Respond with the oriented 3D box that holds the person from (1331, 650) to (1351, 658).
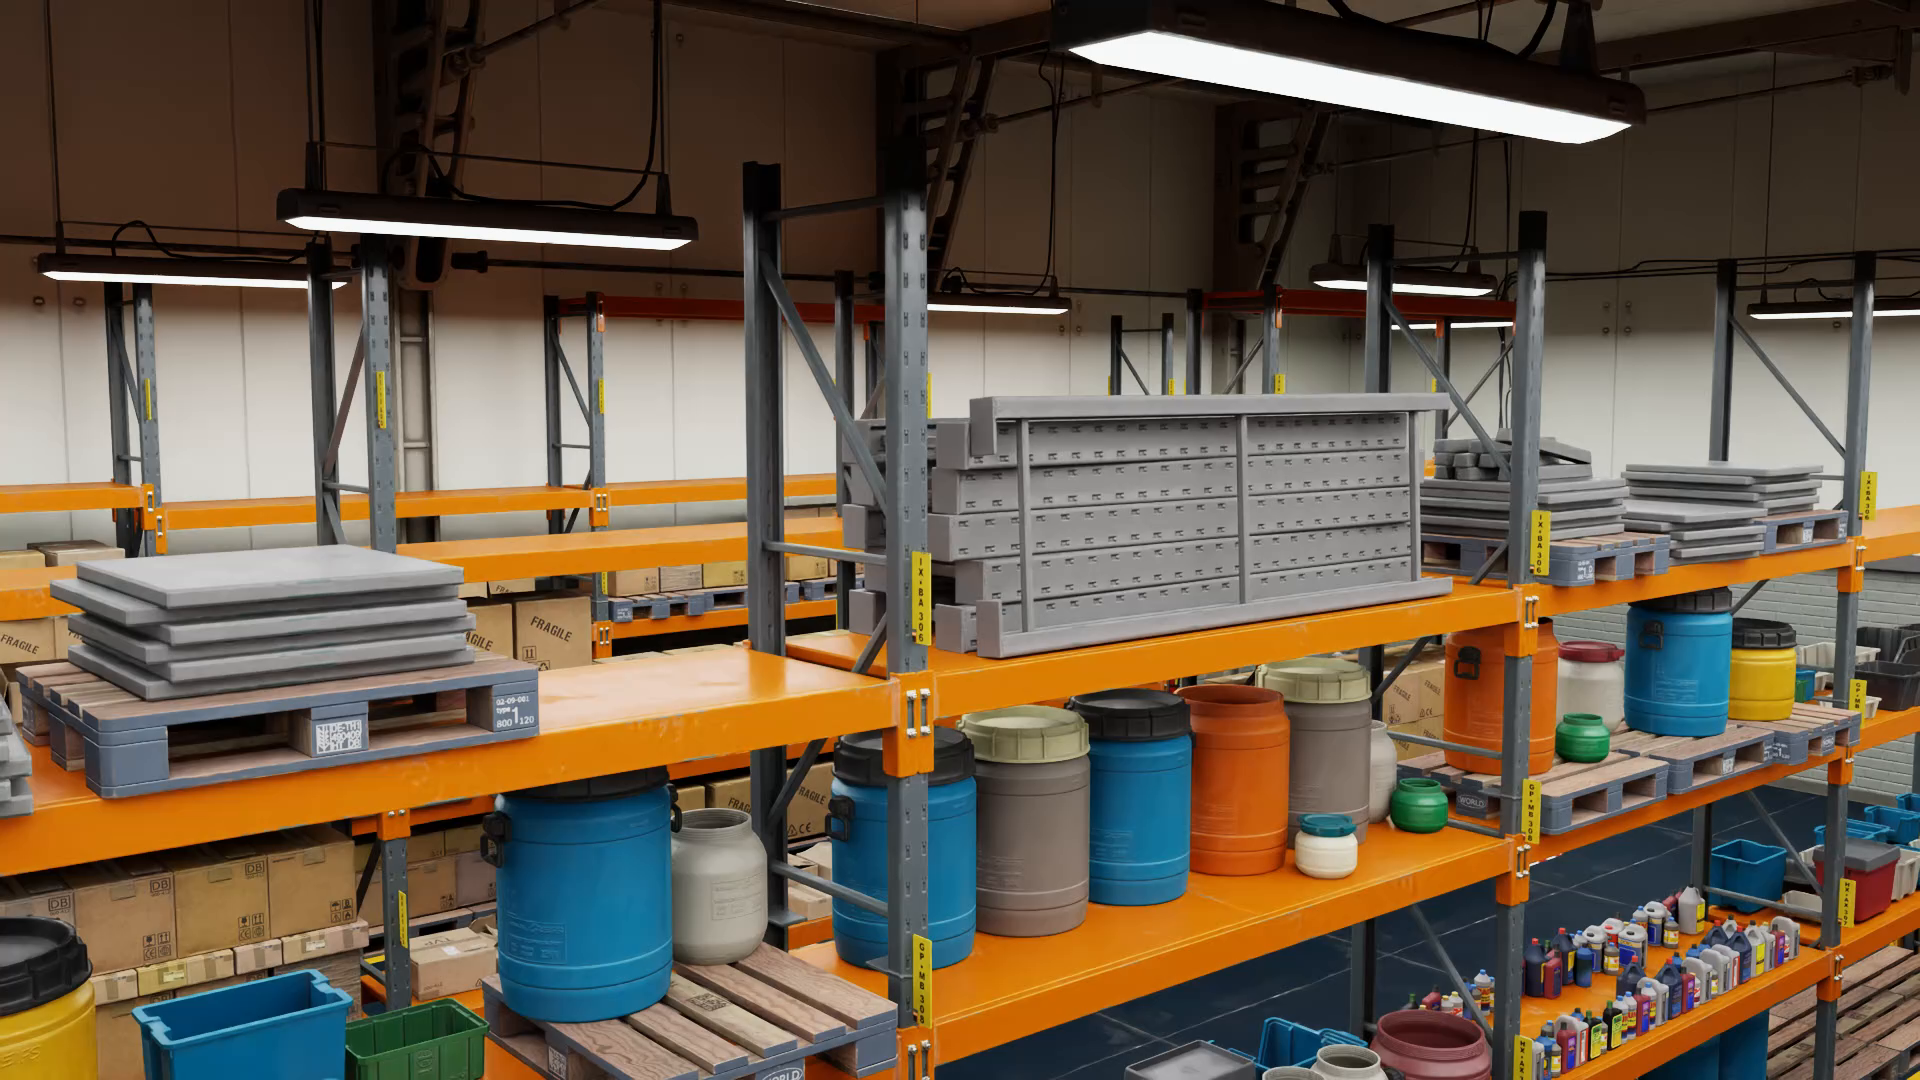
[{"bbox_3d":[4.853,2.219,21.539,1.077,1.699,0.597,-5,7,-43],"label":"person"}]
